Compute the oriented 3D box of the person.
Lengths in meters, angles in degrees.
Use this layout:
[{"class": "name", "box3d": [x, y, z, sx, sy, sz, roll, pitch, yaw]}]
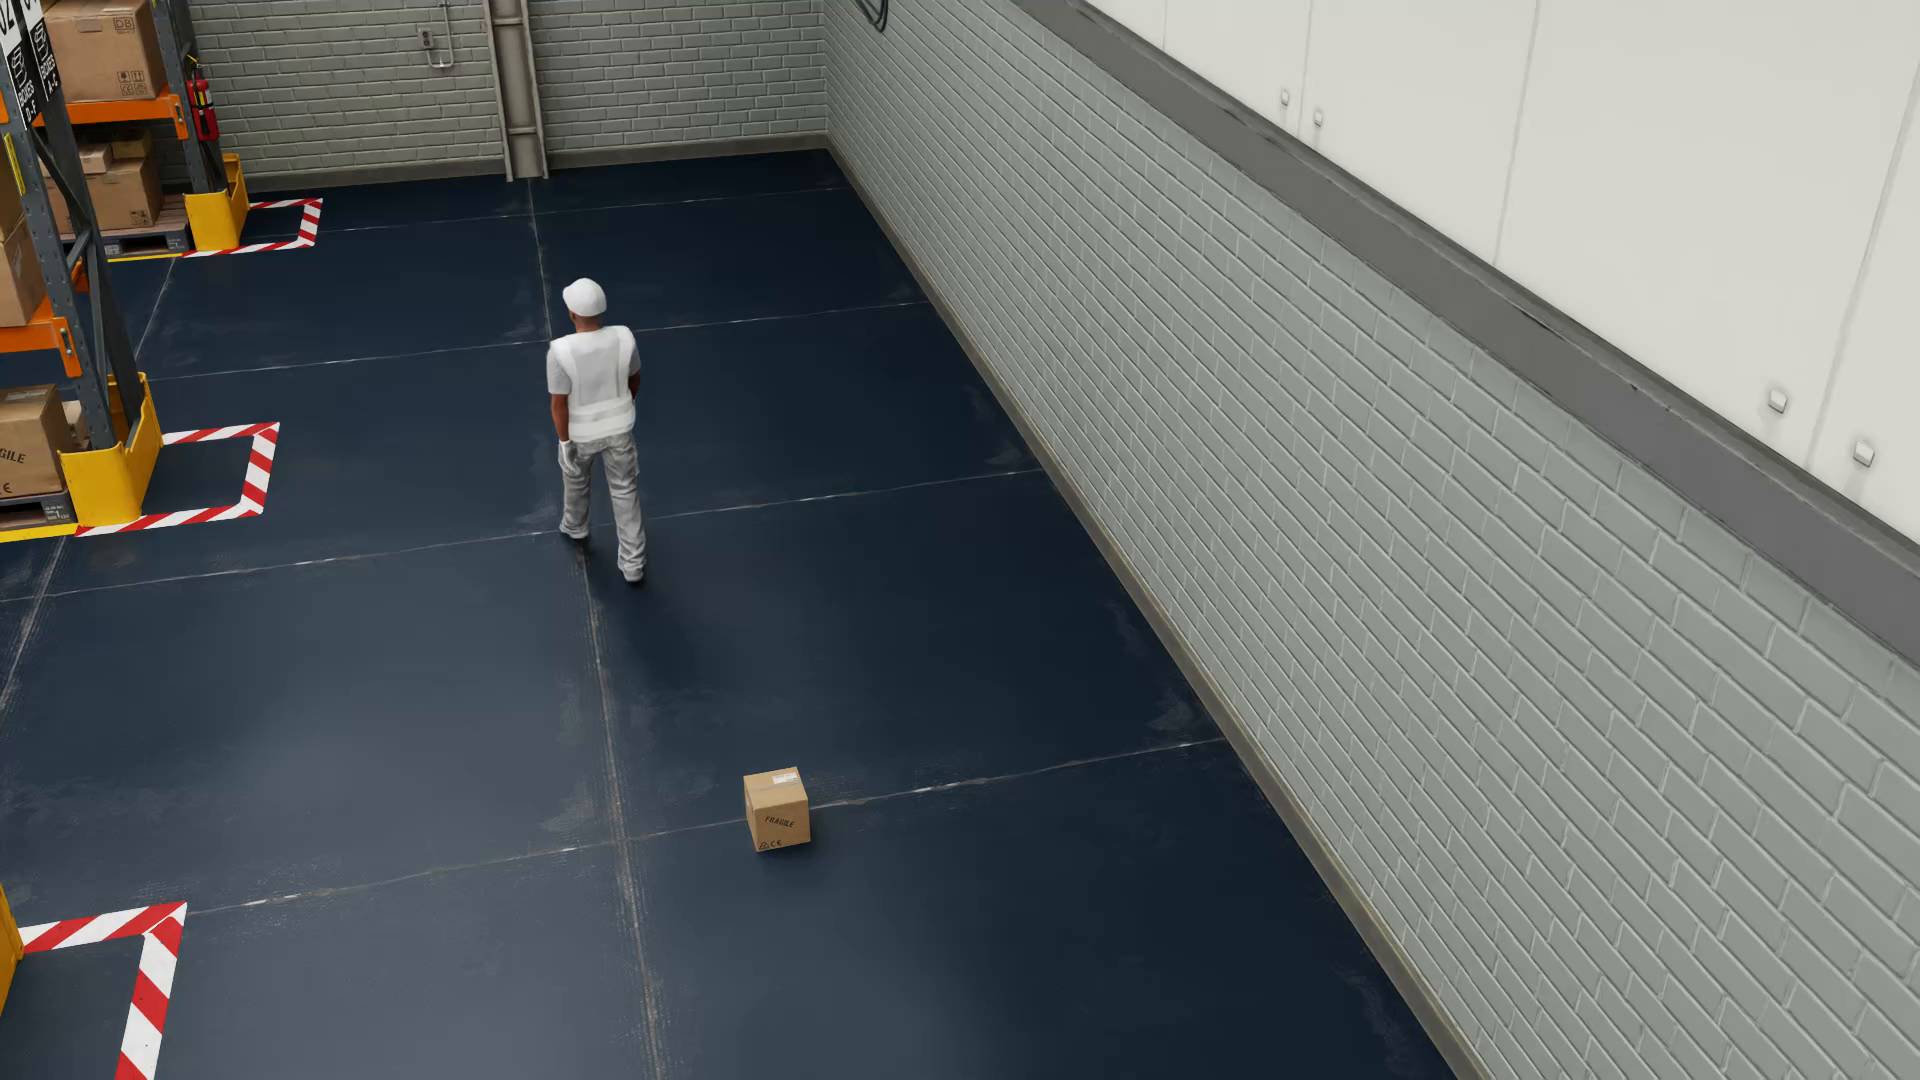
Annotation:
[{"class": "person", "box3d": [-2.070, -0.700, 9.406, 0.548, 1.754, 0.898, -13, 32, -21]}]
